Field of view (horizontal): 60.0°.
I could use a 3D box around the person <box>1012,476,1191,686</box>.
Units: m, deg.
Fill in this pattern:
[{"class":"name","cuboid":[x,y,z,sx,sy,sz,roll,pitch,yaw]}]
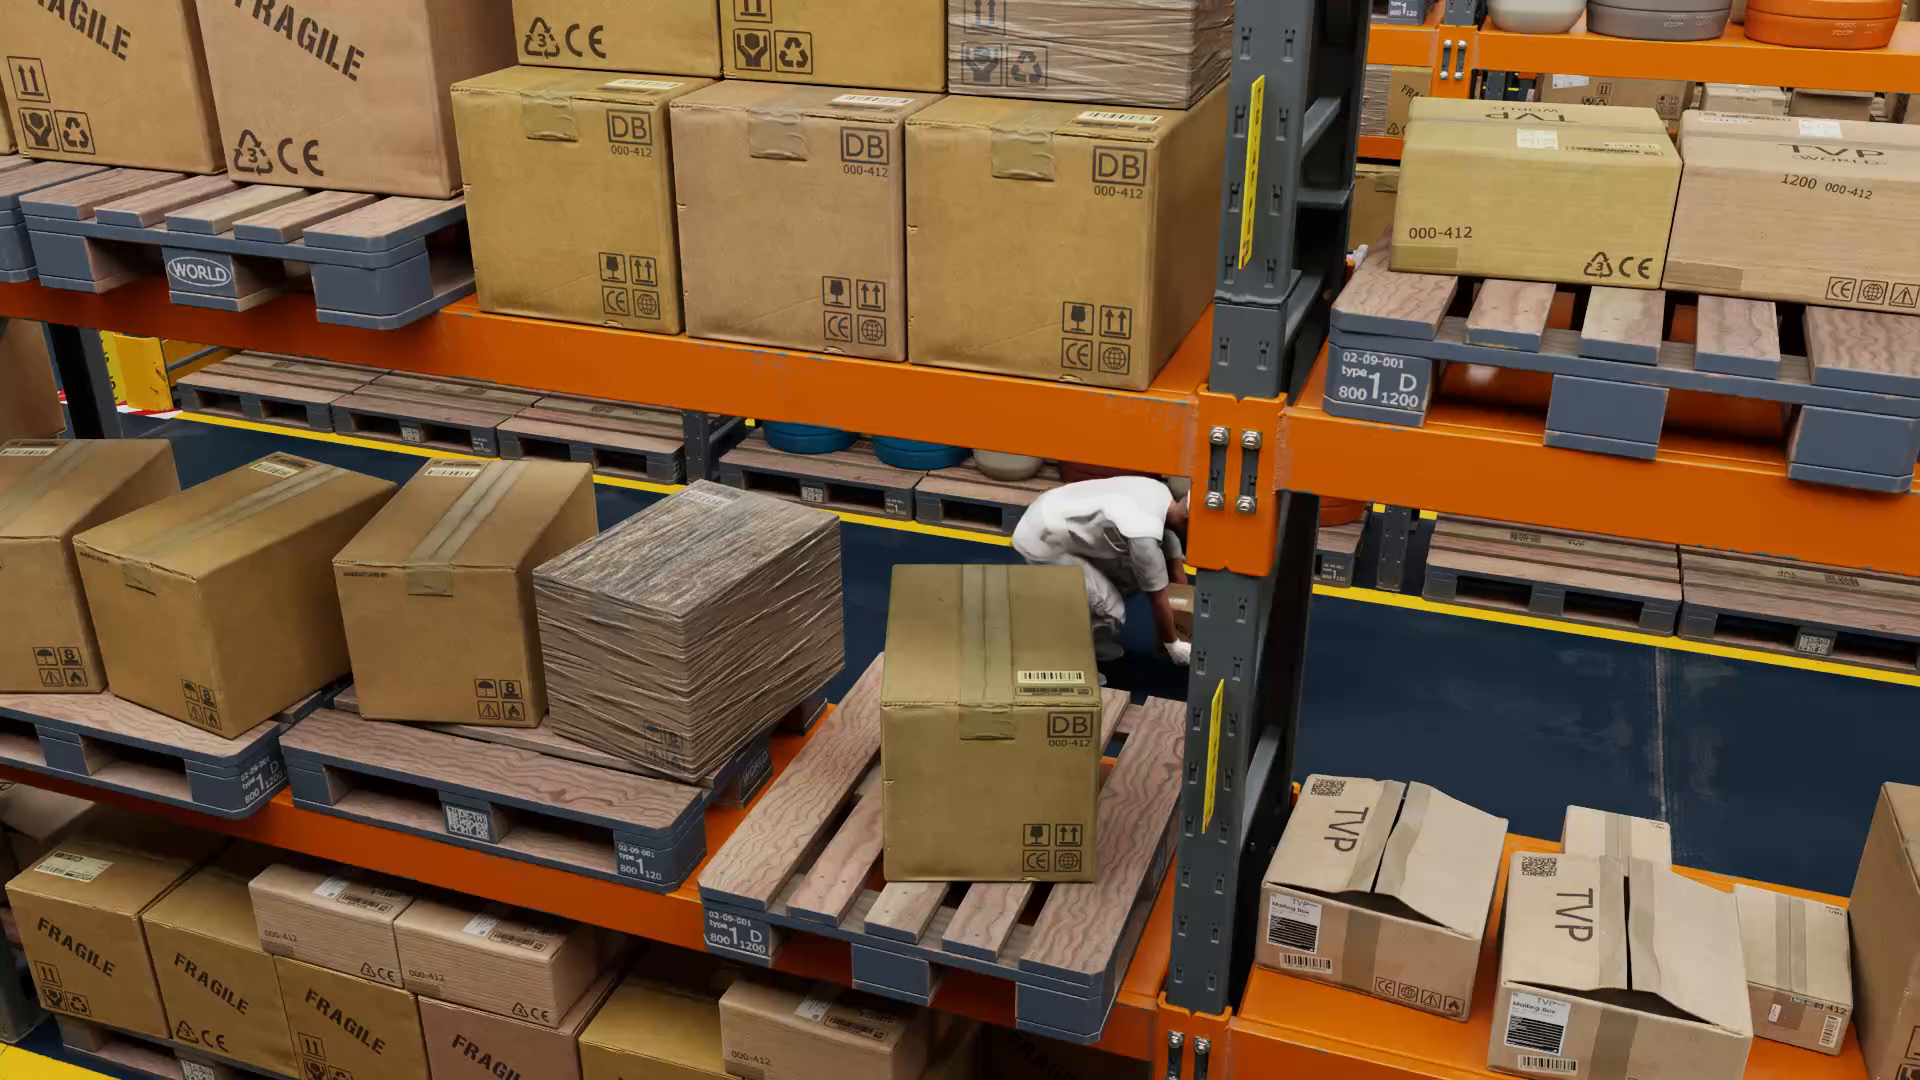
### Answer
[{"class":"person","cuboid":[0.733,0.174,7.638,0.970,0.995,0.551,8,27,17]}]
